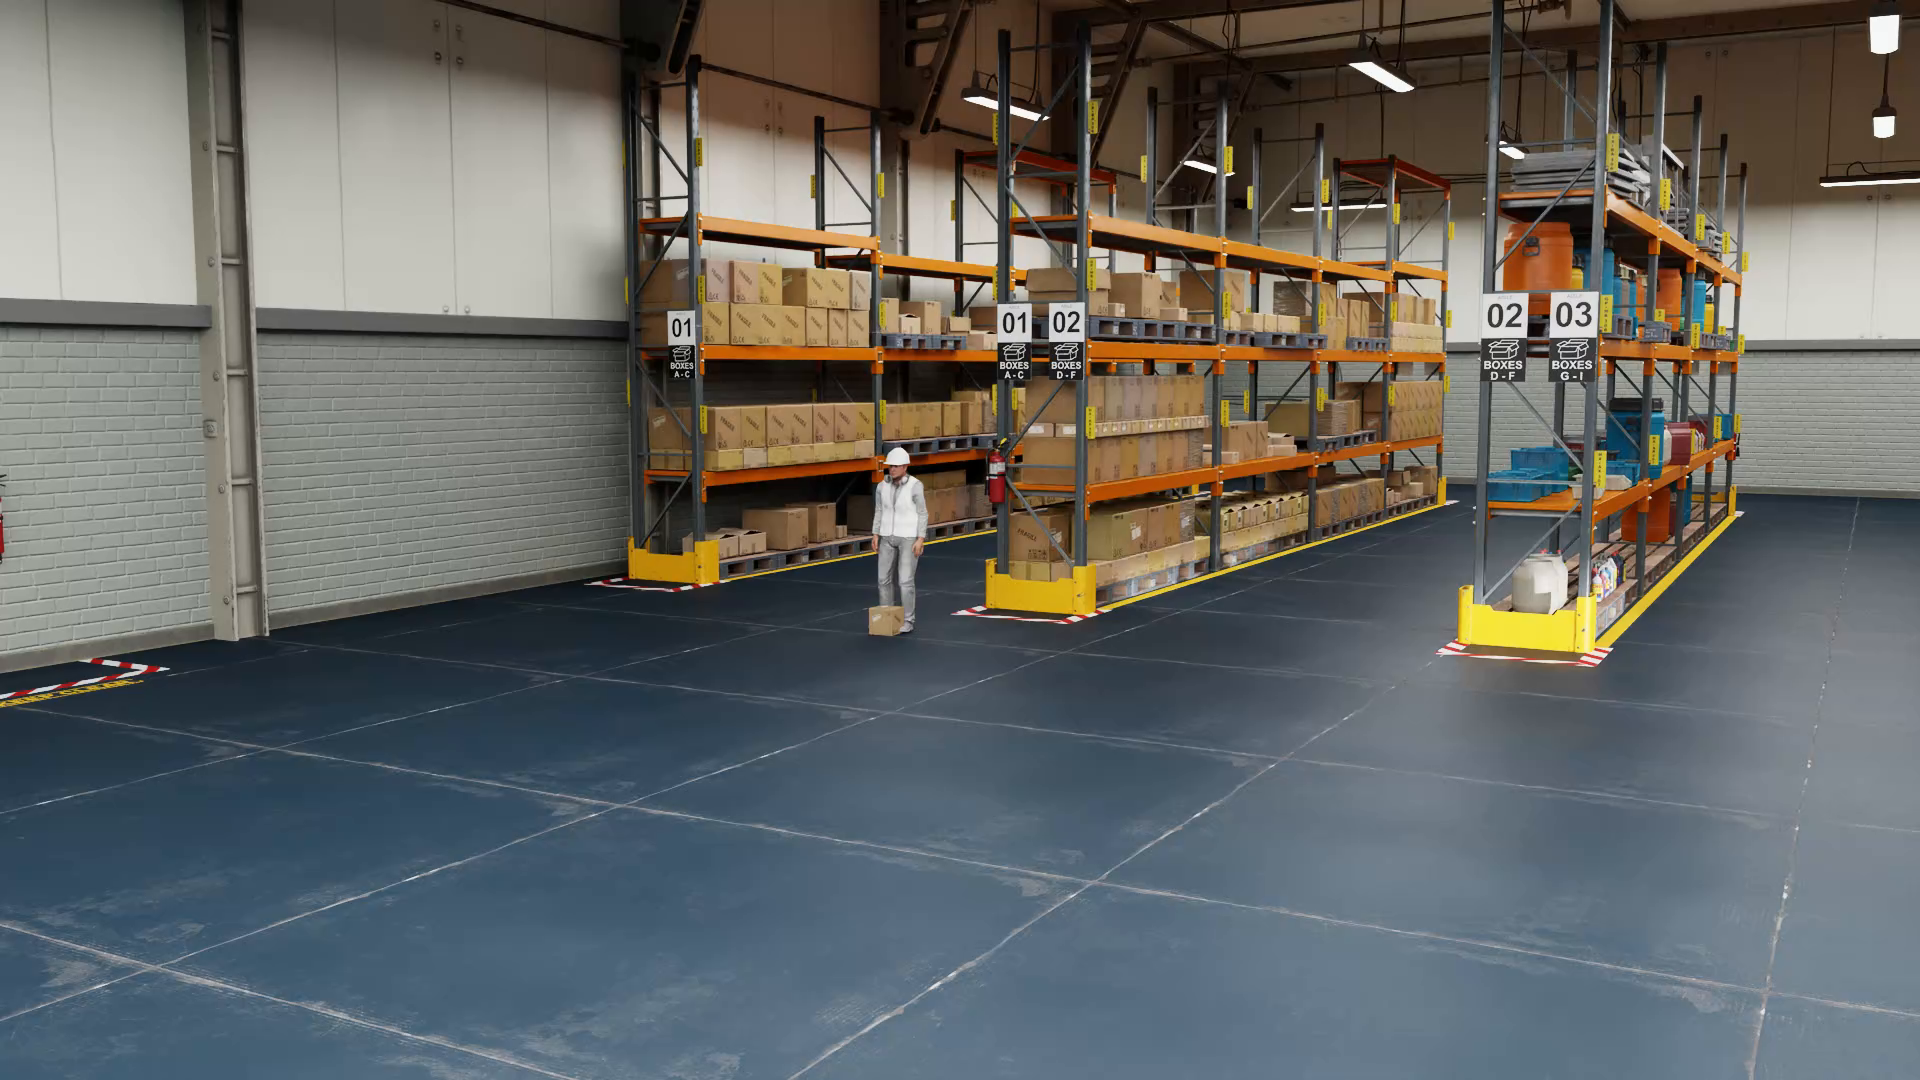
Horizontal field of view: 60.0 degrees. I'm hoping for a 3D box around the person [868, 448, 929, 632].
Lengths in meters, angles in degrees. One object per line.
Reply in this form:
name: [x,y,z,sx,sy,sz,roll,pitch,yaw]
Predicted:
person: [-0.591,-0.009,16.089,0.580,1.771,0.472,3,7,27]
